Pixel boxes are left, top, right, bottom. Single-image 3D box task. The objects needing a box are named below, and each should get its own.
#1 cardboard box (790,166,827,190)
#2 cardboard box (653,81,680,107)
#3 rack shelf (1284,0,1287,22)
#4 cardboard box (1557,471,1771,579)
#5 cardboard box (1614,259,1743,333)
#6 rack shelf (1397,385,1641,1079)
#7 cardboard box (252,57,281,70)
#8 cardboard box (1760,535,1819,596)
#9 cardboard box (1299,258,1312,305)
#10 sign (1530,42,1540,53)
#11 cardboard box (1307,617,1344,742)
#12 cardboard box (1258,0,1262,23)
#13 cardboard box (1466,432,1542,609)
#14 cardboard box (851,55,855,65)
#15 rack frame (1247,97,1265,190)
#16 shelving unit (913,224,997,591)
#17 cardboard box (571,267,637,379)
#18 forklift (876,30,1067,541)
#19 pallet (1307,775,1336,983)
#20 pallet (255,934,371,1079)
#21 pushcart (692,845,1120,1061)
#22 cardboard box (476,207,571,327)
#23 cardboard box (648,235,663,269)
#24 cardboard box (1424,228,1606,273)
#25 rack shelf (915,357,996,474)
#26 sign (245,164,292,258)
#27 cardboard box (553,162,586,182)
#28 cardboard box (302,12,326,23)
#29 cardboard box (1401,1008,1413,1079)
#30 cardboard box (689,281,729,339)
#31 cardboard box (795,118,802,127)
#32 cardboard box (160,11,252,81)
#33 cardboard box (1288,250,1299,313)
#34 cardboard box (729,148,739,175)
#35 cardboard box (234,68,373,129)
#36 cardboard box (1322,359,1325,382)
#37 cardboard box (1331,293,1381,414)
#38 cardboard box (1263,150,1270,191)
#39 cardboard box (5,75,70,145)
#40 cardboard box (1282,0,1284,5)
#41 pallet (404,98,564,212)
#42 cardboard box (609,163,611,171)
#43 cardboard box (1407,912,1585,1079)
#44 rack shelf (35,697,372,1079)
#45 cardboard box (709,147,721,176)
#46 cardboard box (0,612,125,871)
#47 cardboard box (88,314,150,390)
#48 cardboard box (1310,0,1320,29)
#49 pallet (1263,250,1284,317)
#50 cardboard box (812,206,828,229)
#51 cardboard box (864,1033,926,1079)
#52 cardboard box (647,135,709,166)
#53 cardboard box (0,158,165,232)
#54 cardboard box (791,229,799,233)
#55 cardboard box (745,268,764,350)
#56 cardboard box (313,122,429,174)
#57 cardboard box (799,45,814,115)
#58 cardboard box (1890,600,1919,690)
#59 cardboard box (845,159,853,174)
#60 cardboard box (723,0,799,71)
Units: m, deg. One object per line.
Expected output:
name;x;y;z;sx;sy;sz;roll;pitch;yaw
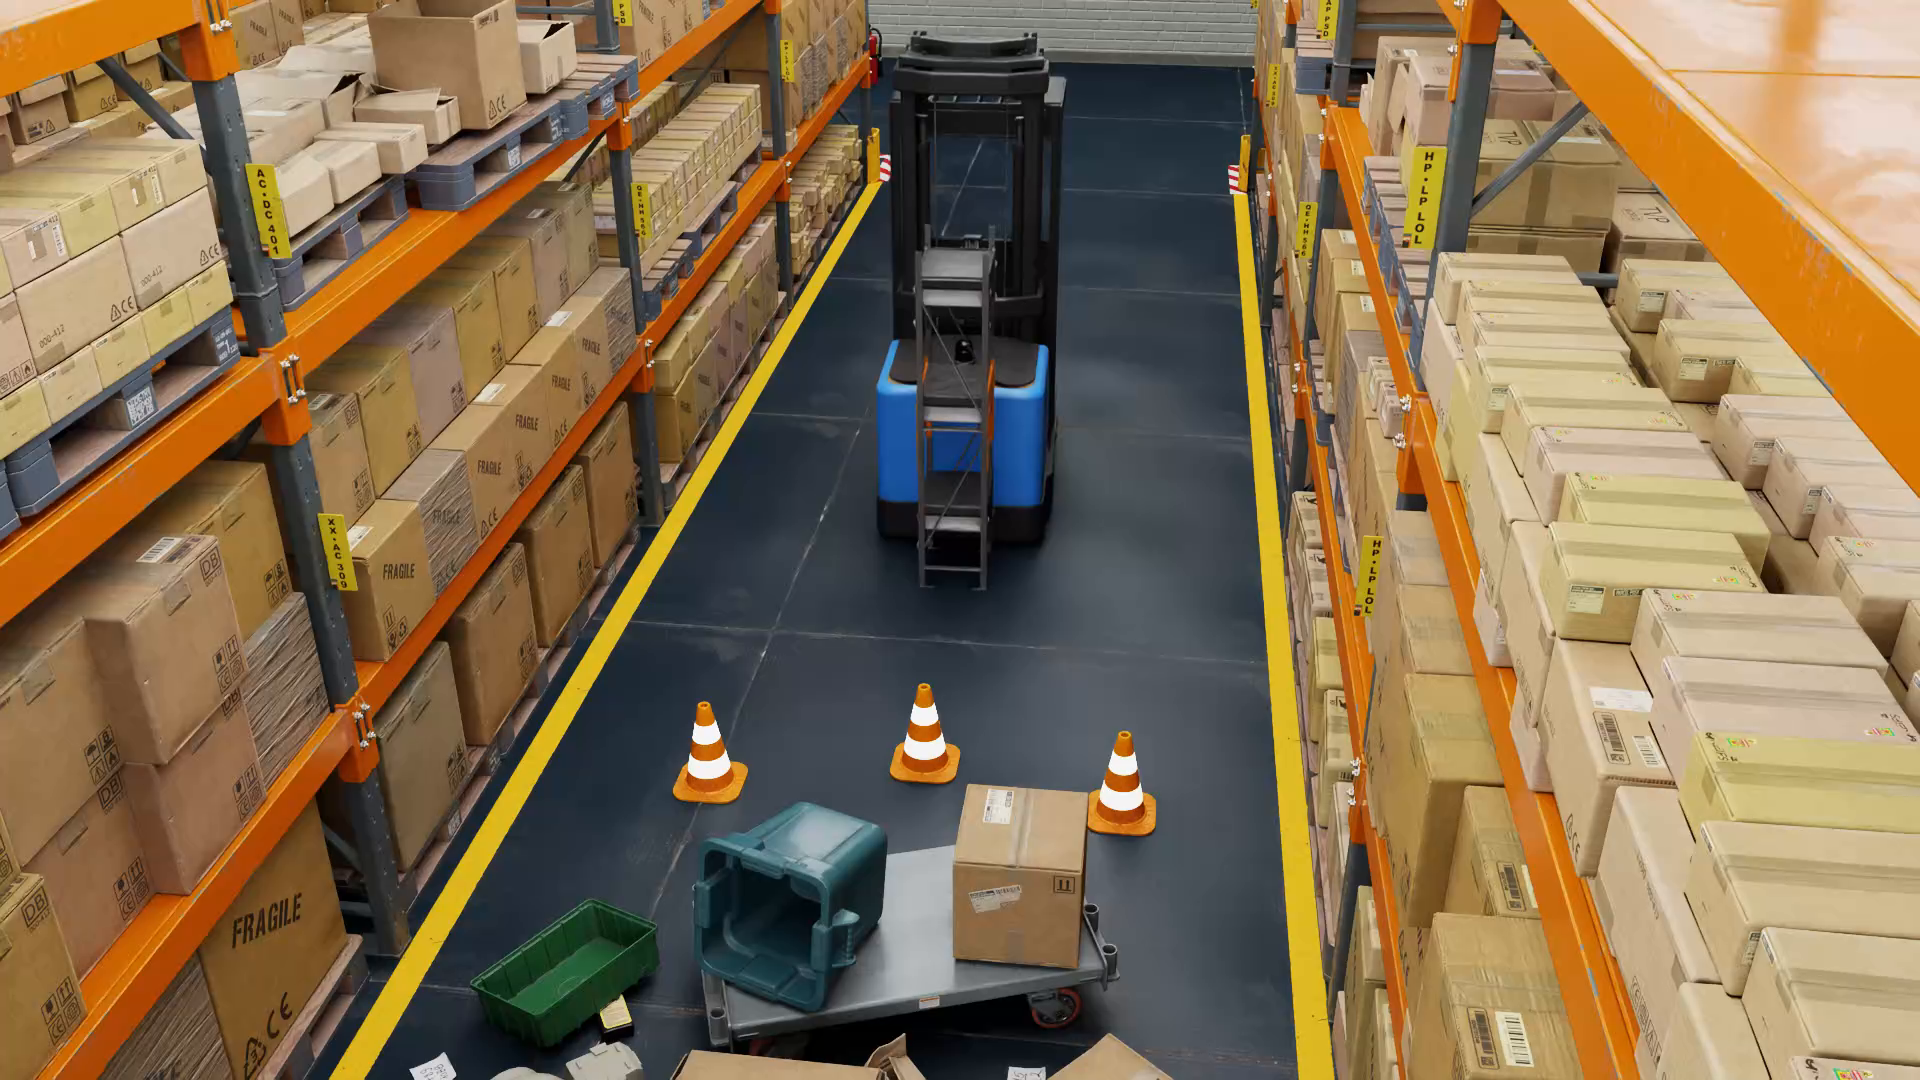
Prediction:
cardboard box;-1.461;-3.409;15.643;0.380;0.149;0.250;3;29;6
cardboard box;-2.430;-3.511;13.091;0.380;0.149;0.250;5;29;9
rack shelf;3.244;-5.038;14.327;1.077;0.370;4.000;3;28;6
cardboard box;1.548;-0.022;3.682;0.380;0.149;0.250;4;29;7
cardboard box;2.197;-0.726;4.989;0.380;0.149;0.250;4;29;7
rack shelf;1.774;0.610;3.842;1.077;0.370;4.000;3;28;6
cardboard box;-6.452;-4.174;14.971;0.500;0.250;0.500;3;28;6
cardboard box;2.047;0.228;3.638;0.500;0.250;0.500;4;29;7
cardboard box;2.316;-1.607;9.993;0.500;0.250;0.500;3;28;6
sign;3.048;-2.726;8.731;0.100;0.325;0.005;3;28;6
cardboard box;2.249;0.732;8.349;0.950;0.372;0.625;4;29;8
cardboard box;3.148;-5.251;15.966;0.500;0.500;0.500;3;28;5
cardboard box;1.565;-0.043;4.141;0.500;0.250;0.500;4;29;7
cardboard box;-1.263;-4.821;16.592;0.380;0.149;0.250;3;28;6
rack frame;3.490;-4.976;16.615;1.000;3.000;0.127;3;28;6
shelving unit;-0.022;-0.743;9.708;0.431;2.100;0.503;2;28;4
cardboard box;-2.204;-1.267;9.625;0.500;0.500;0.500;3;28;6
forklift;0.122;-1.951;11.072;1.130;2.935;3.031;2;28;4
pallet;2.113;1.534;7.472;1.003;0.211;1.213;3;28;6
pallet;-3.077;2.014;6.582;1.003;0.211;1.213;3;28;6
pushcart;-0.250;1.718;6.955;1.648;0.377;0.936;-6;29;-11
cardboard box;-2.541;-1.485;8.977;0.700;0.500;0.500;3;28;5
cardboard box;-2.128;-1.850;10.635;0.380;0.149;0.250;5;29;9
cardboard box;1.947;-1.050;5.881;0.500;0.250;0.500;3;28;5
rack shelf;-0.022;-0.731;9.714;0.431;0.518;0.480;2;28;4
sign;-2.355;-1.119;5.665;0.100;0.325;0.005;3;28;6
cardboard box;-2.717;-2.411;11.050;0.380;0.149;0.250;4;29;8
cardboard box;-6.730;-5.161;16.804;0.500;0.250;0.500;3;28;6
cardboard box;1.496;1.515;4.833;0.380;0.149;0.250;3;29;6
cardboard box;-1.956;-1.646;11.837;0.500;0.250;0.500;4;29;7
cardboard box;-1.589;-3.719;14.547;0.380;0.149;0.250;2;28;4
cardboard box;-6.523;-4.275;14.368;0.500;0.500;0.500;3;28;6
cardboard box;2.361;-1.639;10.579;0.500;0.250;0.500;4;29;7
cardboard box;-1.873;-2.851;12.494;0.380;0.149;0.250;2;28;4
cardboard box;-2.909;-1.915;7.318;0.500;0.311;0.500;2;28;4
cardboard box;2.138;-0.885;8.844;0.380;0.149;0.250;2;28;3
cardboard box;2.109;-0.875;8.143;0.500;0.500;0.500;4;29;7
cardboard box;3.508;-3.716;16.536;0.875;0.438;0.875;2;28;4
cardboard box;-7.062;-3.238;12.226;0.797;0.503;0.637;4;29;8
cardboard box;2.941;-4.624;14.119;0.380;0.149;0.250;3;28;5
pallet;-2.576;-1.855;7.859;1.003;0.211;1.213;5;29;9
cardboard box;-2.620;-2.643;11.794;0.380;0.149;0.250;3;28;5
cardboard box;1.405;1.203;3.672;0.700;0.500;0.500;3;28;6
rack shelf;-3.151;1.691;4.999;1.077;0.370;4.000;3;28;6
cardboard box;-1.936;-2.719;11.934;0.380;0.149;0.250;3;29;6
cardboard box;-3.140;0.575;5.016;0.875;0.550;0.550;3;28;6
cardboard box;-2.694;-0.576;5.002;0.380;0.149;0.250;4;29;7
cardboard box;2.442;-3.237;9.676;0.700;0.500;0.500;2;28;4
pallet;3.170;-2.219;14.438;1.003;0.211;1.213;3;28;6
cardboard box;-1.444;-3.029;15.564;0.380;0.149;0.250;3;28;5
cardboard box;-0.211;2.135;6.299;0.258;0.266;0.396;-17;33;-29
cardboard box;-1.973;-2.729;11.639;0.380;0.149;0.250;3;28;5
cardboard box;-2.666;-1.048;5.037;0.380;0.149;0.250;3;28;6
cardboard box;-1.622;-2.670;14.585;0.380;0.149;0.250;4;29;7
cardboard box;-1.830;-1.813;12.937;0.500;0.500;0.500;3;28;5
cardboard box;-2.476;-1.651;6.998;0.380;0.149;0.250;3;28;6
cardboard box;-1.561;-3.960;14.311;0.500;0.500;0.500;3;28;6
cardboard box;2.035;0.251;3.175;0.380;0.149;0.250;4;29;8
cardboard box;-1.279;-3.767;16.621;0.380;0.149;0.250;2;28;4
cardboard box;-1.629;-4.146;13.603;0.500;0.500;0.500;4;29;7
